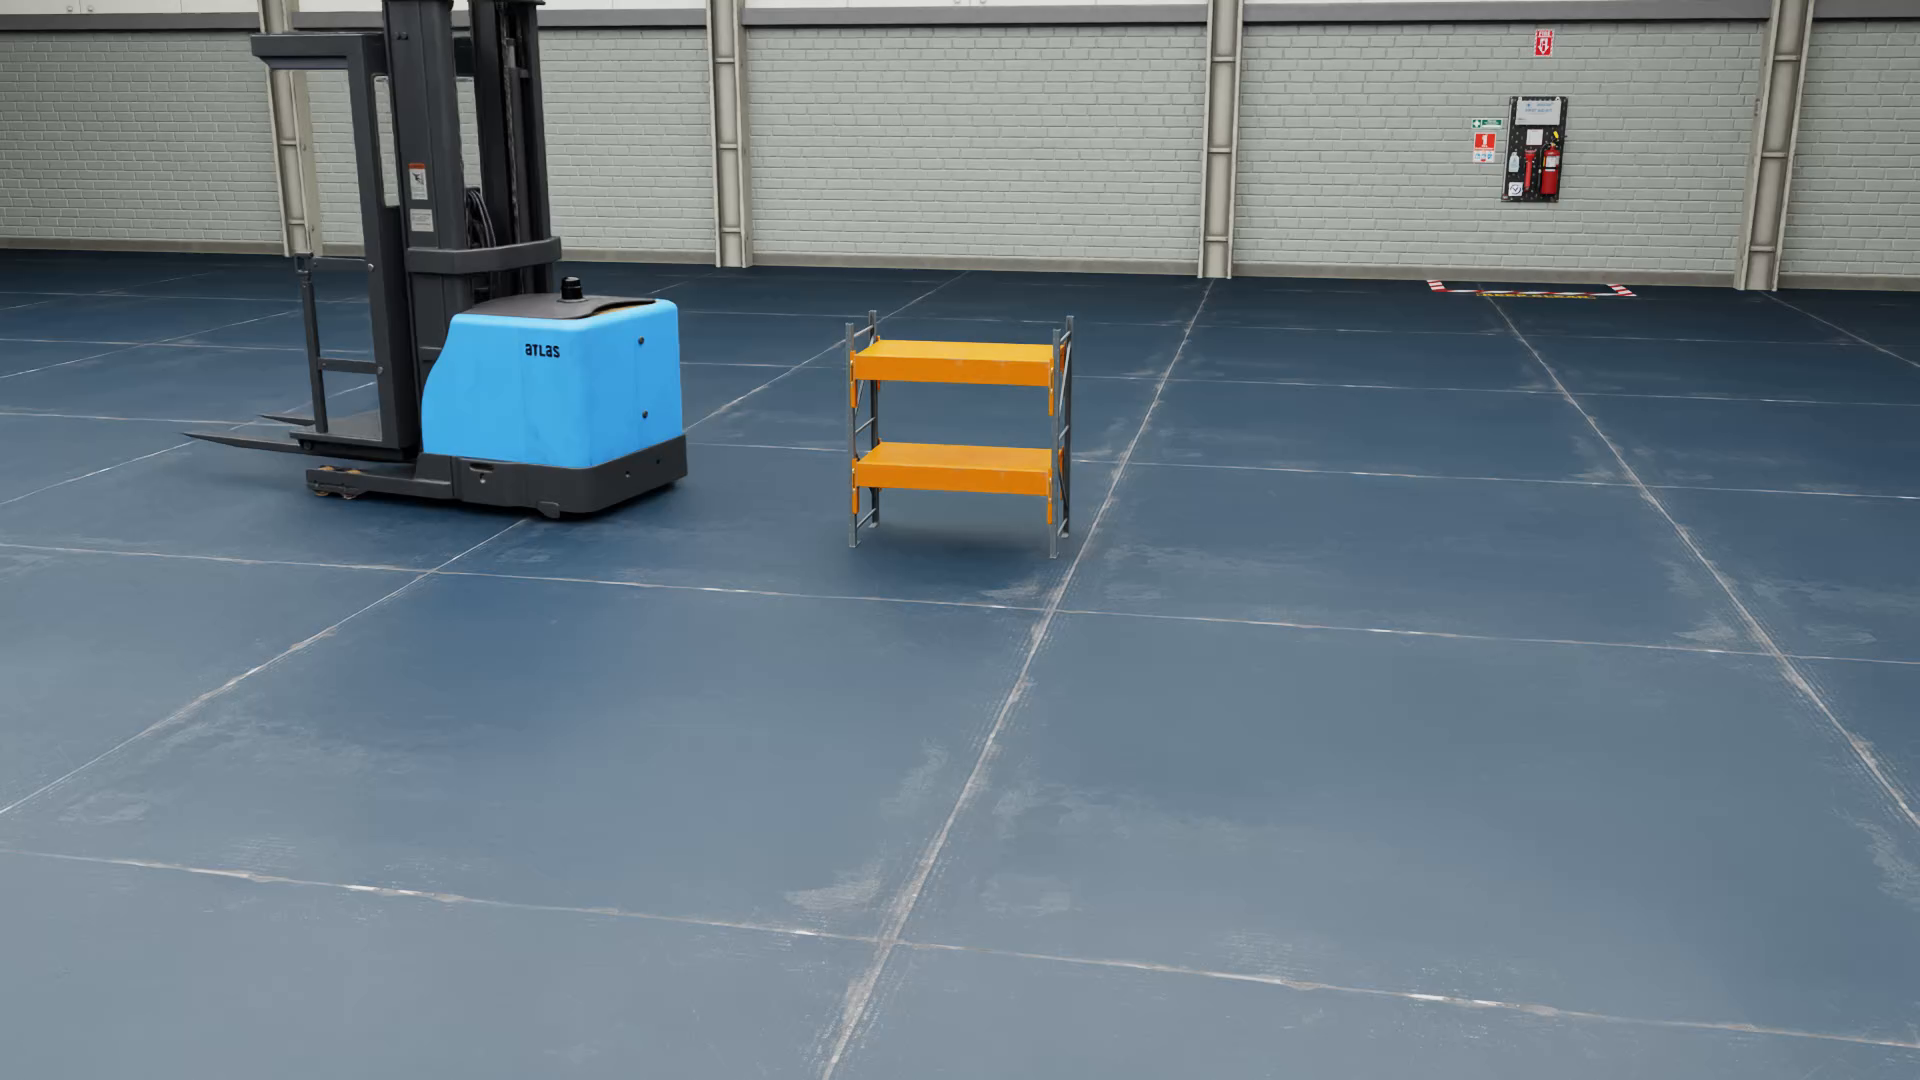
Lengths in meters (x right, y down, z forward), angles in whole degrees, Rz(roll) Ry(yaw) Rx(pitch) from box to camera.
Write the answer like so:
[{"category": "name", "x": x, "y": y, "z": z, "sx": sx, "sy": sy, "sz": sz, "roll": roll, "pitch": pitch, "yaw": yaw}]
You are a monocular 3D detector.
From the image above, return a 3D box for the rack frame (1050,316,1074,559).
[{"category": "rack frame", "x": 0.505, "y": -0.515, "z": 8.243, "sx": 0.032, "sy": 1.125, "sz": 0.500, "roll": 3, "pitch": 16, "yaw": 11}]

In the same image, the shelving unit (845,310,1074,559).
[{"category": "shelving unit", "x": 0.007, "y": -0.542, "z": 8.341, "sx": 1.048, "sy": 1.125, "sz": 0.538, "roll": 3, "pitch": 16, "yaw": 11}]

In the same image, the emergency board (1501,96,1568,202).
[{"category": "emergency board", "x": 6.506, "y": -4.406, "z": 18.778, "sx": 0.643, "sy": 1.169, "sz": 0.194, "roll": 3, "pitch": 16, "yaw": 11}]

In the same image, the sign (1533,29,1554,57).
[{"category": "sign", "x": 6.518, "y": -5.549, "z": 18.565, "sx": 0.199, "sy": 0.298, "sz": 0.001, "roll": 3, "pitch": 16, "yaw": 11}]

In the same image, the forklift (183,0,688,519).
[{"category": "forklift", "x": -3.136, "y": -1.761, "z": 9.361, "sx": 3.031, "sy": 2.935, "sz": 1.130, "roll": 6, "pitch": 17, "yaw": 22}]

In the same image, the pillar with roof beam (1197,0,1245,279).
[{"category": "pillar with roof beam", "x": 2.183, "y": -6.349, "z": 14.554, "sx": 0.400, "sy": 9.000, "sz": 9.100, "roll": 3, "pitch": 16, "yaw": 11}]

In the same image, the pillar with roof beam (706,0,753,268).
[{"category": "pillar with roof beam", "x": -3.697, "y": -6.668, "z": 15.706, "sx": 0.400, "sy": 9.000, "sz": 9.100, "roll": 3, "pitch": 16, "yaw": 11}]

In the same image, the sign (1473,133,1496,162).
[{"category": "sign", "x": 5.985, "y": -4.479, "z": 18.977, "sx": 0.234, "sy": 0.329, "sz": 0.001, "roll": 3, "pitch": 16, "yaw": 11}]

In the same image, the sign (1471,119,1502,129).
[{"category": "sign", "x": 5.988, "y": -4.732, "z": 18.897, "sx": 0.331, "sy": 0.109, "sz": 0.001, "roll": 3, "pitch": 16, "yaw": 11}]

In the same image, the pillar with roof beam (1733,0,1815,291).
[{"category": "pillar with roof beam", "x": 8.063, "y": -6.029, "z": 13.401, "sx": 0.400, "sy": 9.000, "sz": 9.100, "roll": 3, "pitch": 16, "yaw": 11}]

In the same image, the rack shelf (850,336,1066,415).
[{"category": "rack shelf", "x": 0.007, "y": -0.824, "z": 8.262, "sx": 1.000, "sy": 0.278, "sz": 0.538, "roll": 3, "pitch": 16, "yaw": 11}]

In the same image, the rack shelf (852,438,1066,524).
[{"category": "rack shelf", "x": 0.007, "y": -0.306, "z": 8.406, "sx": 1.000, "sy": 0.278, "sz": 0.538, "roll": 3, "pitch": 16, "yaw": 11}]

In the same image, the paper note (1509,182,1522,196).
[{"category": "paper note", "x": 6.347, "y": -4.009, "z": 18.995, "sx": 0.142, "sy": 0.148, "sz": 0.016, "roll": 3, "pitch": 16, "yaw": 11}]

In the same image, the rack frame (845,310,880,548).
[{"category": "rack frame", "x": -0.492, "y": -0.569, "z": 8.438, "sx": 0.032, "sy": 1.125, "sz": 0.500, "roll": 3, "pitch": 16, "yaw": 11}]

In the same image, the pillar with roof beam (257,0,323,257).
[{"category": "pillar with roof beam", "x": -9.576, "y": -6.987, "z": 16.858, "sx": 0.400, "sy": 9.000, "sz": 9.100, "roll": 3, "pitch": 16, "yaw": 11}]
